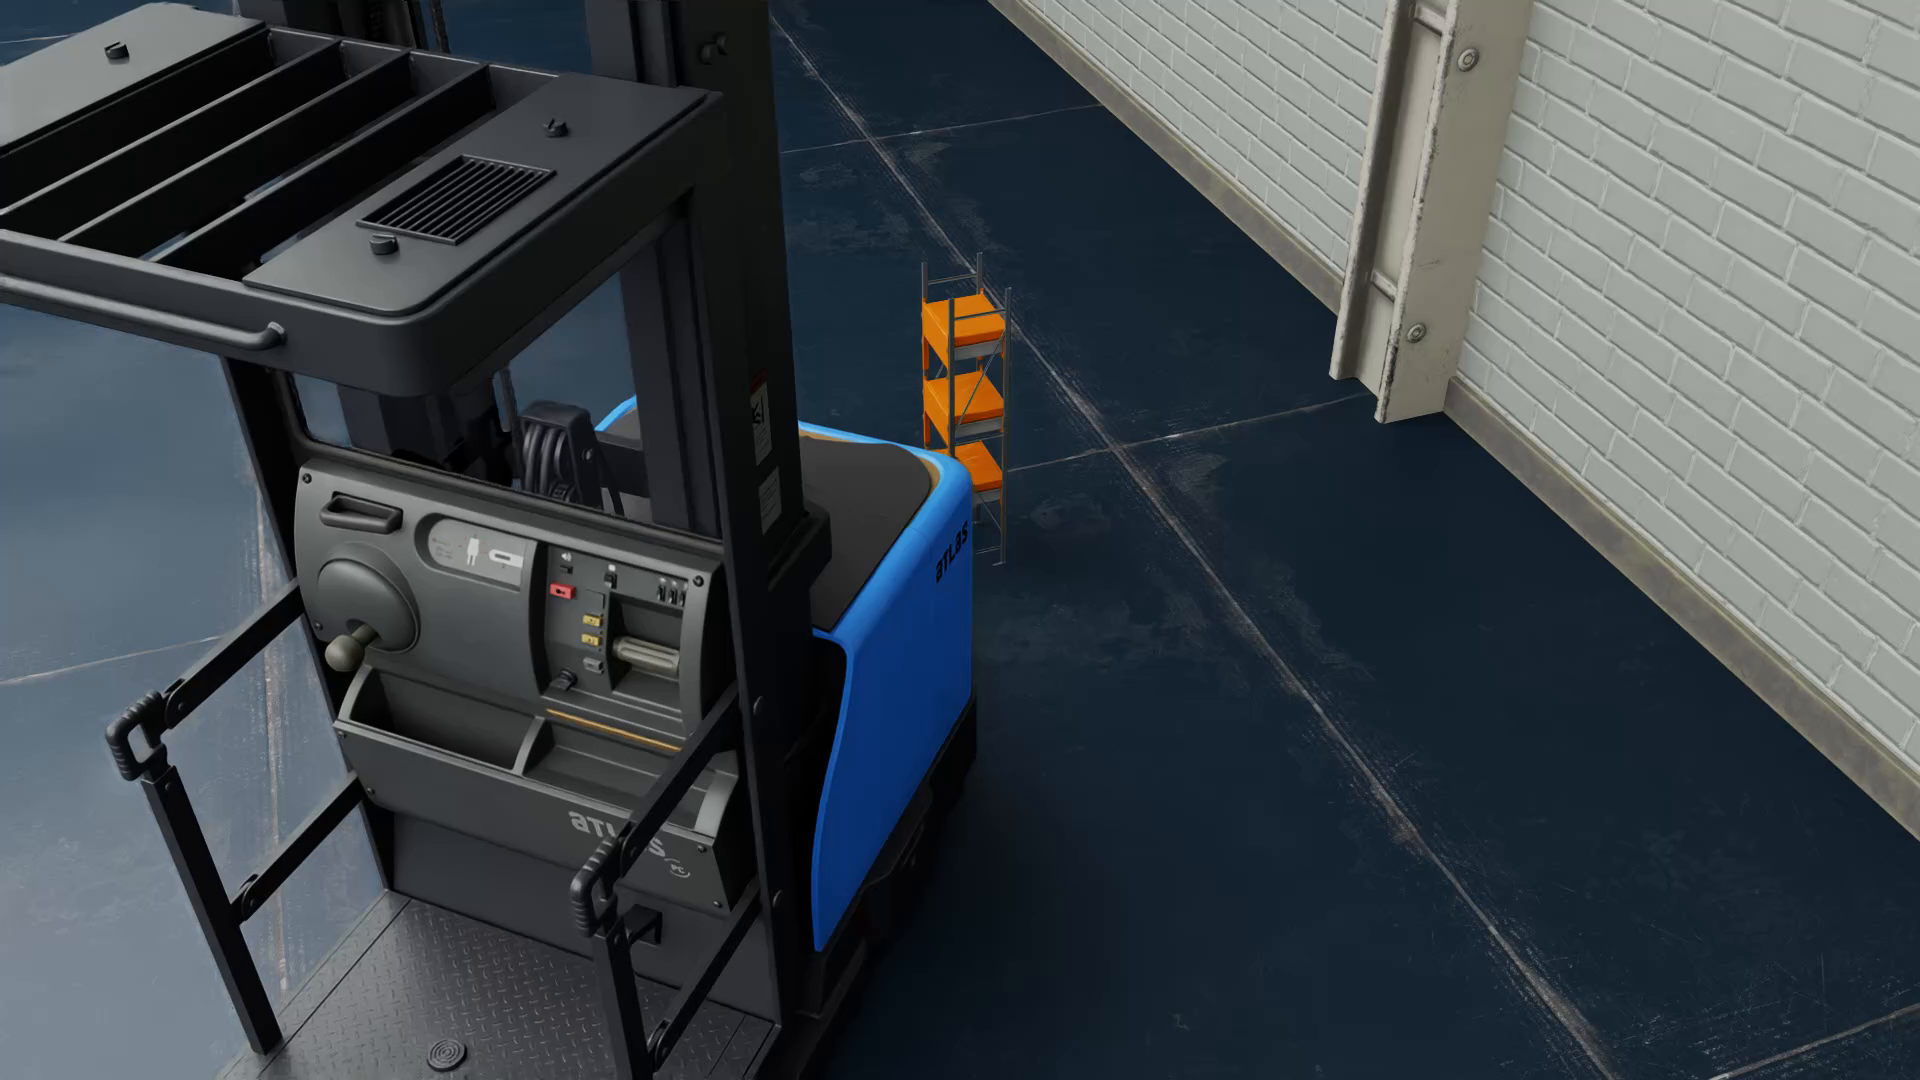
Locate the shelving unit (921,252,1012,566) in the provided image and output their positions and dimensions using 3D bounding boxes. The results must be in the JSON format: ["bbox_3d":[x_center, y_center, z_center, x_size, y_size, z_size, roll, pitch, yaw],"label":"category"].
[{"bbox_3d":[0.018,-0.389,5.394,0.215,1.050,0.252,-12,39,-16],"label":"shelving unit"}]

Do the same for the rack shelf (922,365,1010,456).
[{"bbox_3d":[0.018,-0.381,5.400,0.215,0.259,0.240,-12,39,-16],"label":"rack shelf"}]

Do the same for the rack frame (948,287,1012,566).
[{"bbox_3d":[0.060,-0.320,5.302,0.200,1.050,0.008,-12,39,-16],"label":"rack frame"}]

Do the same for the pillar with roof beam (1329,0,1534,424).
[{"bbox_3d":[-2.360,-3.289,2.637,9.100,9.000,0.400,-12,39,-16],"label":"pillar with roof beam"}]

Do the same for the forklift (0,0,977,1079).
[{"bbox_3d":[-0.973,0.193,3.057,1.130,2.935,3.031,14,39,17],"label":"forklift"}]

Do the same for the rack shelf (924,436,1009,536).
[{"bbox_3d":[0.018,-0.159,5.568,0.215,0.259,0.240,-12,39,-16],"label":"rack shelf"}]

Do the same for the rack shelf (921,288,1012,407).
[{"bbox_3d":[0.018,-0.607,5.230,0.215,0.259,0.240,-12,39,-16],"label":"rack shelf"}]

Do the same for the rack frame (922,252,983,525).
[{"bbox_3d":[-0.024,-0.458,5.485,0.200,1.050,0.008,-12,39,-16],"label":"rack frame"}]
